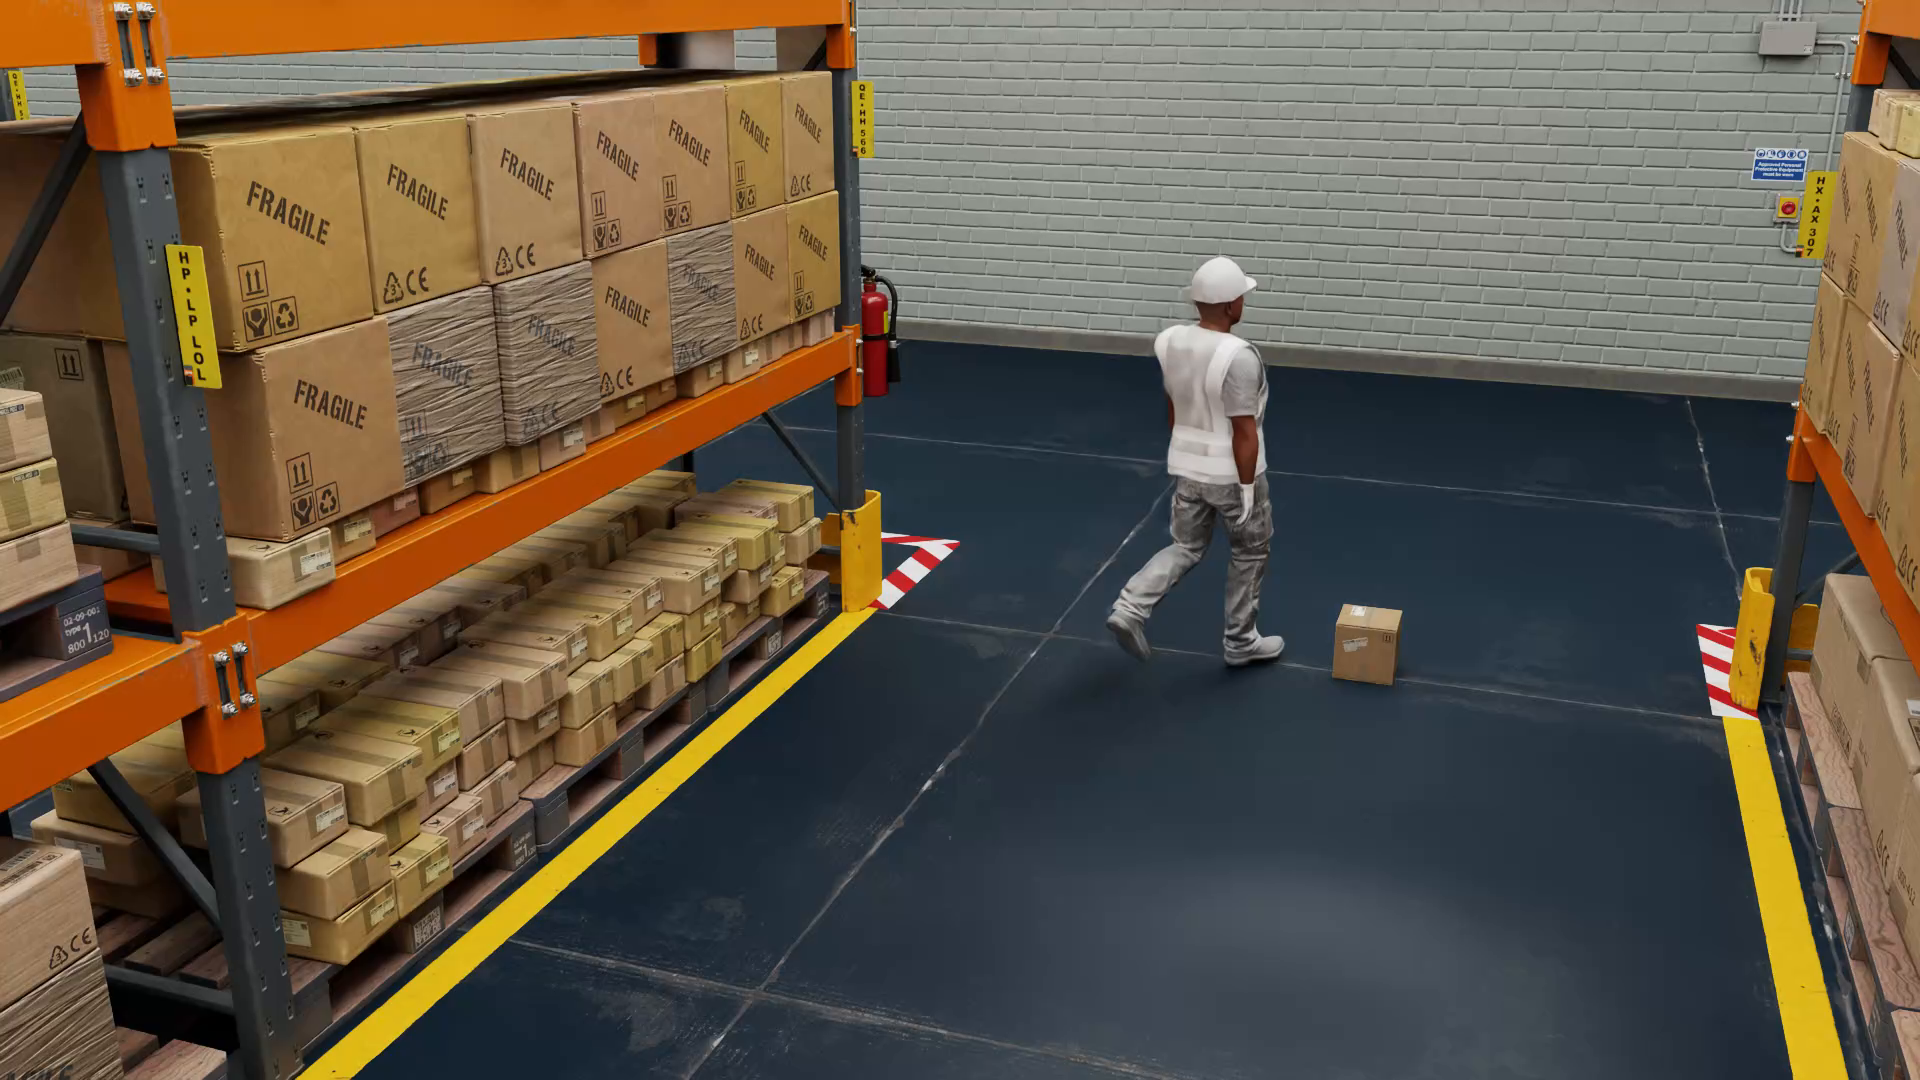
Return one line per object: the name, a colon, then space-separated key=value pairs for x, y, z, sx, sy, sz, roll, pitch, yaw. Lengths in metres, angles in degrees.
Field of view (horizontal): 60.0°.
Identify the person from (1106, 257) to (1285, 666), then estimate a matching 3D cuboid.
person: x=1.029 y=-0.287 z=6.864 sx=0.846 sy=1.762 sz=0.577 roll=-14 pitch=23 yaw=-35
